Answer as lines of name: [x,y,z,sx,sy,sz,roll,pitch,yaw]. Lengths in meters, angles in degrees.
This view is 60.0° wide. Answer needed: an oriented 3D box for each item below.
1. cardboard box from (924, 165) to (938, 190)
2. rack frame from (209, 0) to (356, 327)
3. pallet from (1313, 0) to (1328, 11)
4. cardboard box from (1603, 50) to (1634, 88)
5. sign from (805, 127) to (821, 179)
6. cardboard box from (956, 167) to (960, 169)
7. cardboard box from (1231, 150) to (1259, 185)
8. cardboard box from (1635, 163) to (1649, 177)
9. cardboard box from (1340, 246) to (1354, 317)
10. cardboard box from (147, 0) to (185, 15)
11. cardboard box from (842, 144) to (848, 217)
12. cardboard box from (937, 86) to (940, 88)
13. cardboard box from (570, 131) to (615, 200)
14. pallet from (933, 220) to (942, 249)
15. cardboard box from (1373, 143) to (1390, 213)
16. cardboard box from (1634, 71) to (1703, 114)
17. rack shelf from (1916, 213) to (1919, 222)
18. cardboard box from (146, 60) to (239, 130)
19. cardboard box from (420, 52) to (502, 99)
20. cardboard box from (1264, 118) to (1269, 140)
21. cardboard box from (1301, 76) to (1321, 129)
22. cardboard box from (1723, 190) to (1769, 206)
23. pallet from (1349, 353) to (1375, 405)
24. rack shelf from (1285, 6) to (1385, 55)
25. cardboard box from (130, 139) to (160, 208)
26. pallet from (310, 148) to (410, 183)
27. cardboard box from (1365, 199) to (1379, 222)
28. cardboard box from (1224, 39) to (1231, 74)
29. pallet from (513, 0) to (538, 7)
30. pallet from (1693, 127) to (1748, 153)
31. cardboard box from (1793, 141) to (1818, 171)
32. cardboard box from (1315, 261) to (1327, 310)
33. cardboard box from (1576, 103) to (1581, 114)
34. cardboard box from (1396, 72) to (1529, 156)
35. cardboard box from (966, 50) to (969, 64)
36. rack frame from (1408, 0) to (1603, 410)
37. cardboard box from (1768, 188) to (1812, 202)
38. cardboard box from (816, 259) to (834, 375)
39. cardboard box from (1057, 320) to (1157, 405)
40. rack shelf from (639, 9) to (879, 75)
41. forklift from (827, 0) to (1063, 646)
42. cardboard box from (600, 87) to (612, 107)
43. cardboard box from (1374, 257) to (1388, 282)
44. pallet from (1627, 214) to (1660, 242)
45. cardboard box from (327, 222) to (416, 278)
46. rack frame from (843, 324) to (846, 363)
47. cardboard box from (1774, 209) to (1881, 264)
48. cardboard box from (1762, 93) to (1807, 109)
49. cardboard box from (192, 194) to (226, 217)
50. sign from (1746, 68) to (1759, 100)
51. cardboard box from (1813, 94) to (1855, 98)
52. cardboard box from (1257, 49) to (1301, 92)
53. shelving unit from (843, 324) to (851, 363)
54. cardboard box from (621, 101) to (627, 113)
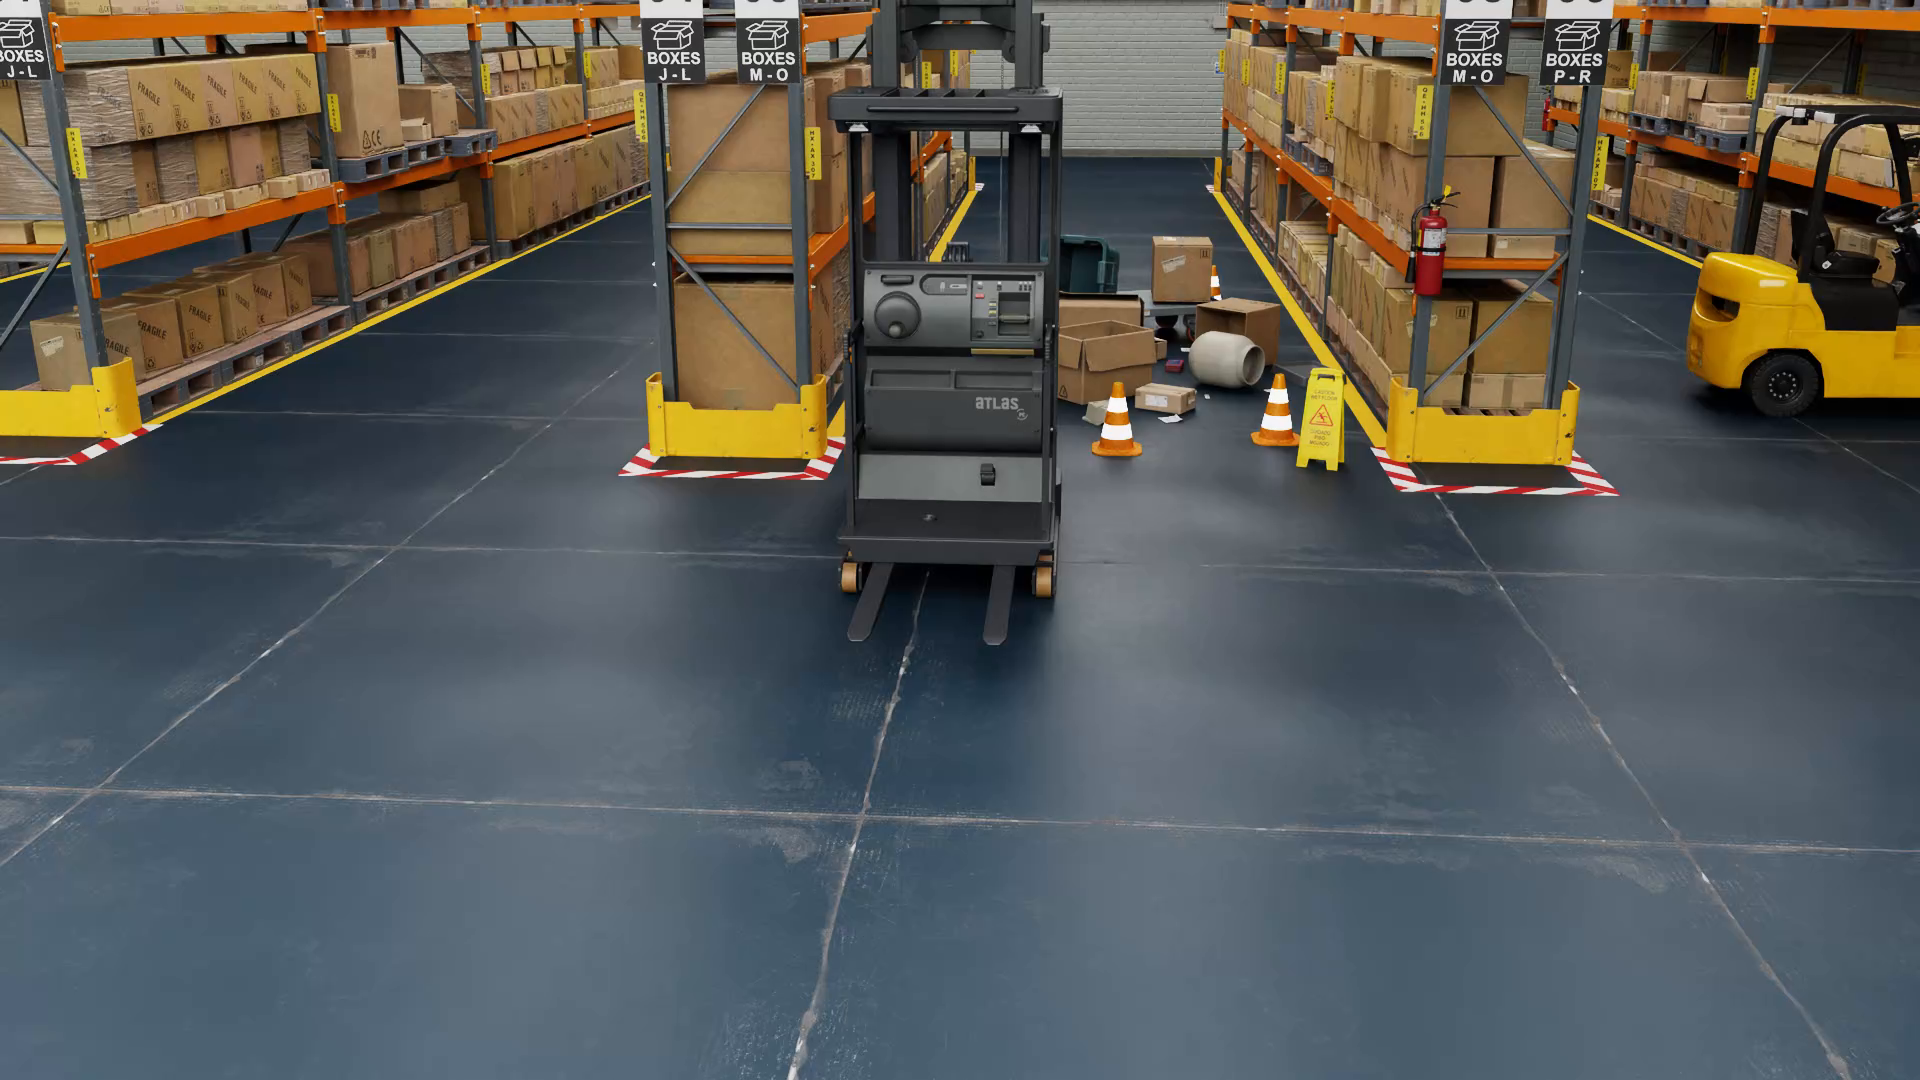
cardboard box: [-0.544,-4.409,20.196,0.500,0.250,0.500,1,18,4]
rack frame: [-6.146,-3.421,15.045,1.000,3.000,0.127,1,18,4]
pallet: [3.960,-5.047,15.494,1.213,0.211,1.003,1,18,4]
cardboard box: [9.142,-6.643,23.437,0.500,0.500,0.500,2,18,5]
sign: [-0.940,-2.471,10.630,0.100,0.325,0.005,1,18,4]
cardboard box: [-0.196,-5.420,24.572,0.380,0.149,0.250,2,18,7]
cardboard box: [4.651,-5.701,25.446,0.875,0.438,0.875,1,18,2]
cardboard box: [8.972,-4.789,21.519,0.380,0.149,0.250,2,18,7]
cardboard box: [3.400,-2.105,13.567,0.500,0.500,0.500,2,18,6]
cardboard box: [-6.070,-3.991,12.208,0.500,0.250,0.500,1,18,4]
cardboard box: [-1.332,-2.732,12.702,0.875,0.550,0.500,1,18,4]
cardboard box: [-0.464,-5.857,21.731,0.380,0.149,0.250,2,18,6]
cardboard box: [-5.445,-5.298,23.514,0.875,0.875,0.875,1,18,4]
pallet: [-0.772,-3.816,20.731,1.003,0.211,1.213,1,18,4]
cardboard box: [3.296,-2.632,11.999,0.500,0.500,0.500,1,18,4]
cardboard box: [9.005,-5.676,21.094,0.700,0.500,0.500,2,18,5]
rack shelf: [8.546,-2.127,12.252,1.077,0.370,4.000,1,18,4]
cardboard box: [-6.014,-3.473,12.961,0.500,0.500,0.500,1,18,4]
cardboard box: [-5.791,-5.414,19.357,0.797,0.503,0.637,2,18,6]
cardboard box: [3.876,-4.849,19.644,0.500,0.250,0.500,1,18,3]
cardboard box: [3.700,-4.369,16.625,0.500,0.500,0.500,2,18,5]
cardboard box: [8.759,-3.811,18.535,0.380,0.149,0.250,0,18,1]
pallet: [3.641,-1.285,13.006,1.003,0.211,1.213,1,18,4]
rack shelf: [3.882,-4.904,15.911,1.077,0.370,4.000,1,18,4]
cardboard box: [-6.450,-2.695,12.194,0.875,0.500,0.500,1,18,4]
pallet: [-5.946,-3.564,15.790,1.003,0.211,1.213,1,18,4]
cardboard box: [3.305,-2.514,12.680,0.380,0.149,0.250,1,18,4]
cardboard box: [4.280,-7.306,25.138,0.500,0.500,0.500,1,18,3]
pallet: [-5.789,-6.547,20.073,1.003,0.211,1.213,2,18,6]
pallet: [8.955,-4.453,18.504,1.213,0.211,1.003,1,18,4]
cardboard box: [8.630,-3.812,16.481,0.500,0.250,0.500,1,18,2]
cardboard box: [3.774,-2.313,15.211,0.950,0.372,0.625,2,18,5]
cardboard box: [9.111,-6.203,23.938,0.380,0.149,0.250,1,18,2]
cardboard box: [3.271,-2.785,10.860,0.700,0.500,0.500,1,18,3]
cardboard box: [-0.130,-7.522,25.318,0.500,0.500,0.500,1,18,3]
rack frame: [3.452,-1.957,10.579,1.000,3.000,0.127,1,18,4]
cardboard box: [9.370,-3.889,18.773,0.380,0.149,0.250,2,18,6]
cardboard box: [-1.449,-1.712,12.567,0.875,0.875,0.875,1,18,3]
cardboard box: [1.052,-1.373,12.805,0.797,0.503,0.637,-13,22,-34]
rack shelf: [-1.349,-3.741,12.361,1.077,0.370,4.000,1,18,4]
forklift: [-0.045,-1.199,8.376,1.130,2.935,3.031,1,18,4]
cardboard box: [-5.237,-6.270,23.504,0.500,0.250,0.500,1,18,4]
cardboard box: [3.230,-1.963,12.092,0.380,0.149,0.250,2,18,5]
pallet: [9.243,-3.996,21.279,1.003,0.211,1.213,1,18,4]
cardboard box: [-5.988,-2.954,16.928,0.700,0.500,0.500,0,18,-1]
rack frame: [-0.652,-0.829,10.268,0.008,1.050,0.200,9,20,27]
cardboard box: [8.879,-3.007,16.921,0.875,0.625,0.625,2,18,6]
cardboard box: [8.660,-4.596,17.428,0.380,0.149,0.250,2,18,6]
cardboard box: [-5.970,-2.606,12.962,0.380,0.149,0.250,1,18,4]
sign: [8.435,-4.854,17.687,0.100,0.325,0.005,1,18,4]
cardboard box: [9.155,-4.582,17.388,0.380,0.149,0.250,2,18,6]
cardboard box: [3.946,-5.762,20.425,0.500,0.500,0.500,1,18,3]
shelving unit: [-0.545,-0.811,10.213,0.252,1.050,0.215,9,20,27]
cardboard box: [-5.109,-6.355,24.403,0.380,0.149,0.250,1,18,2]
